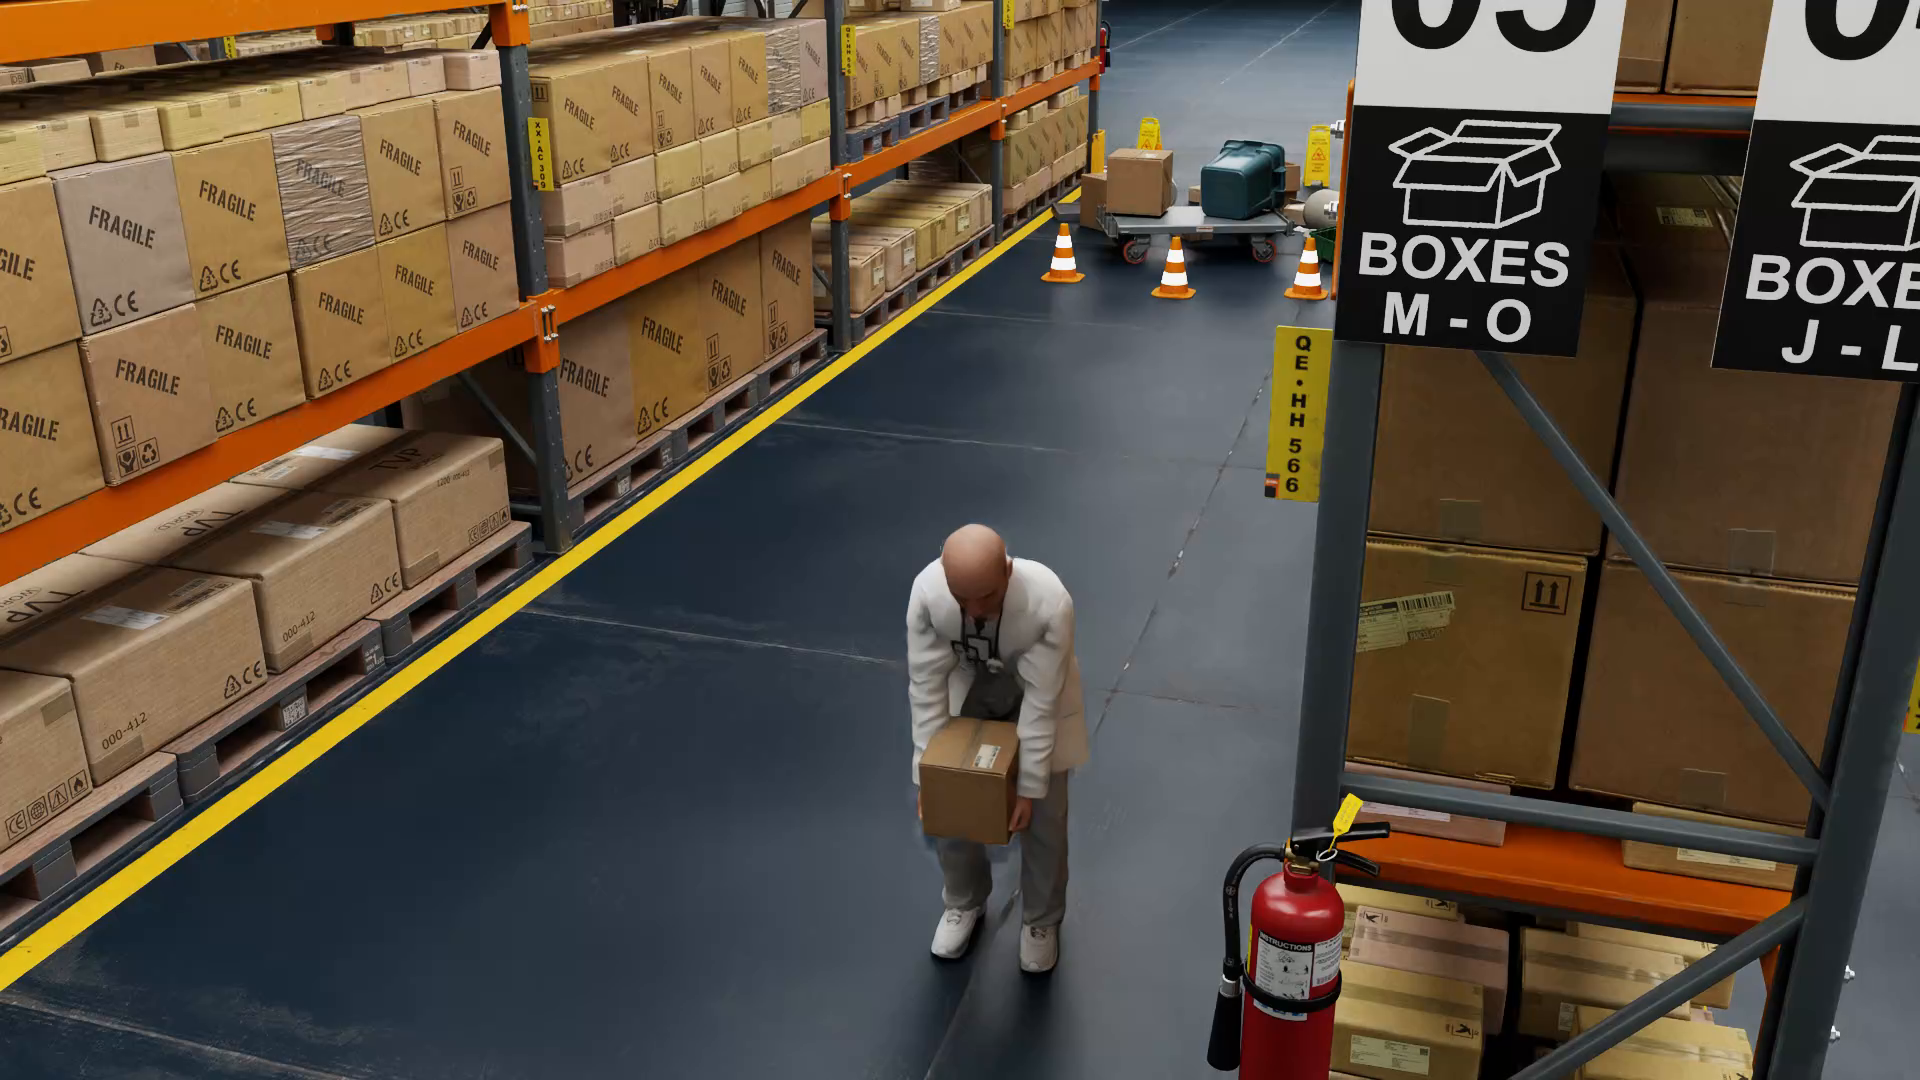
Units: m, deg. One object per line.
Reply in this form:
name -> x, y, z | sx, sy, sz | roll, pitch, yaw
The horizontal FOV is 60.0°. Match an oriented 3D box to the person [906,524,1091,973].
person -> 0.090, 0.600, 4.894 | 0.547, 1.564, 0.760 | 5, 22, 13
